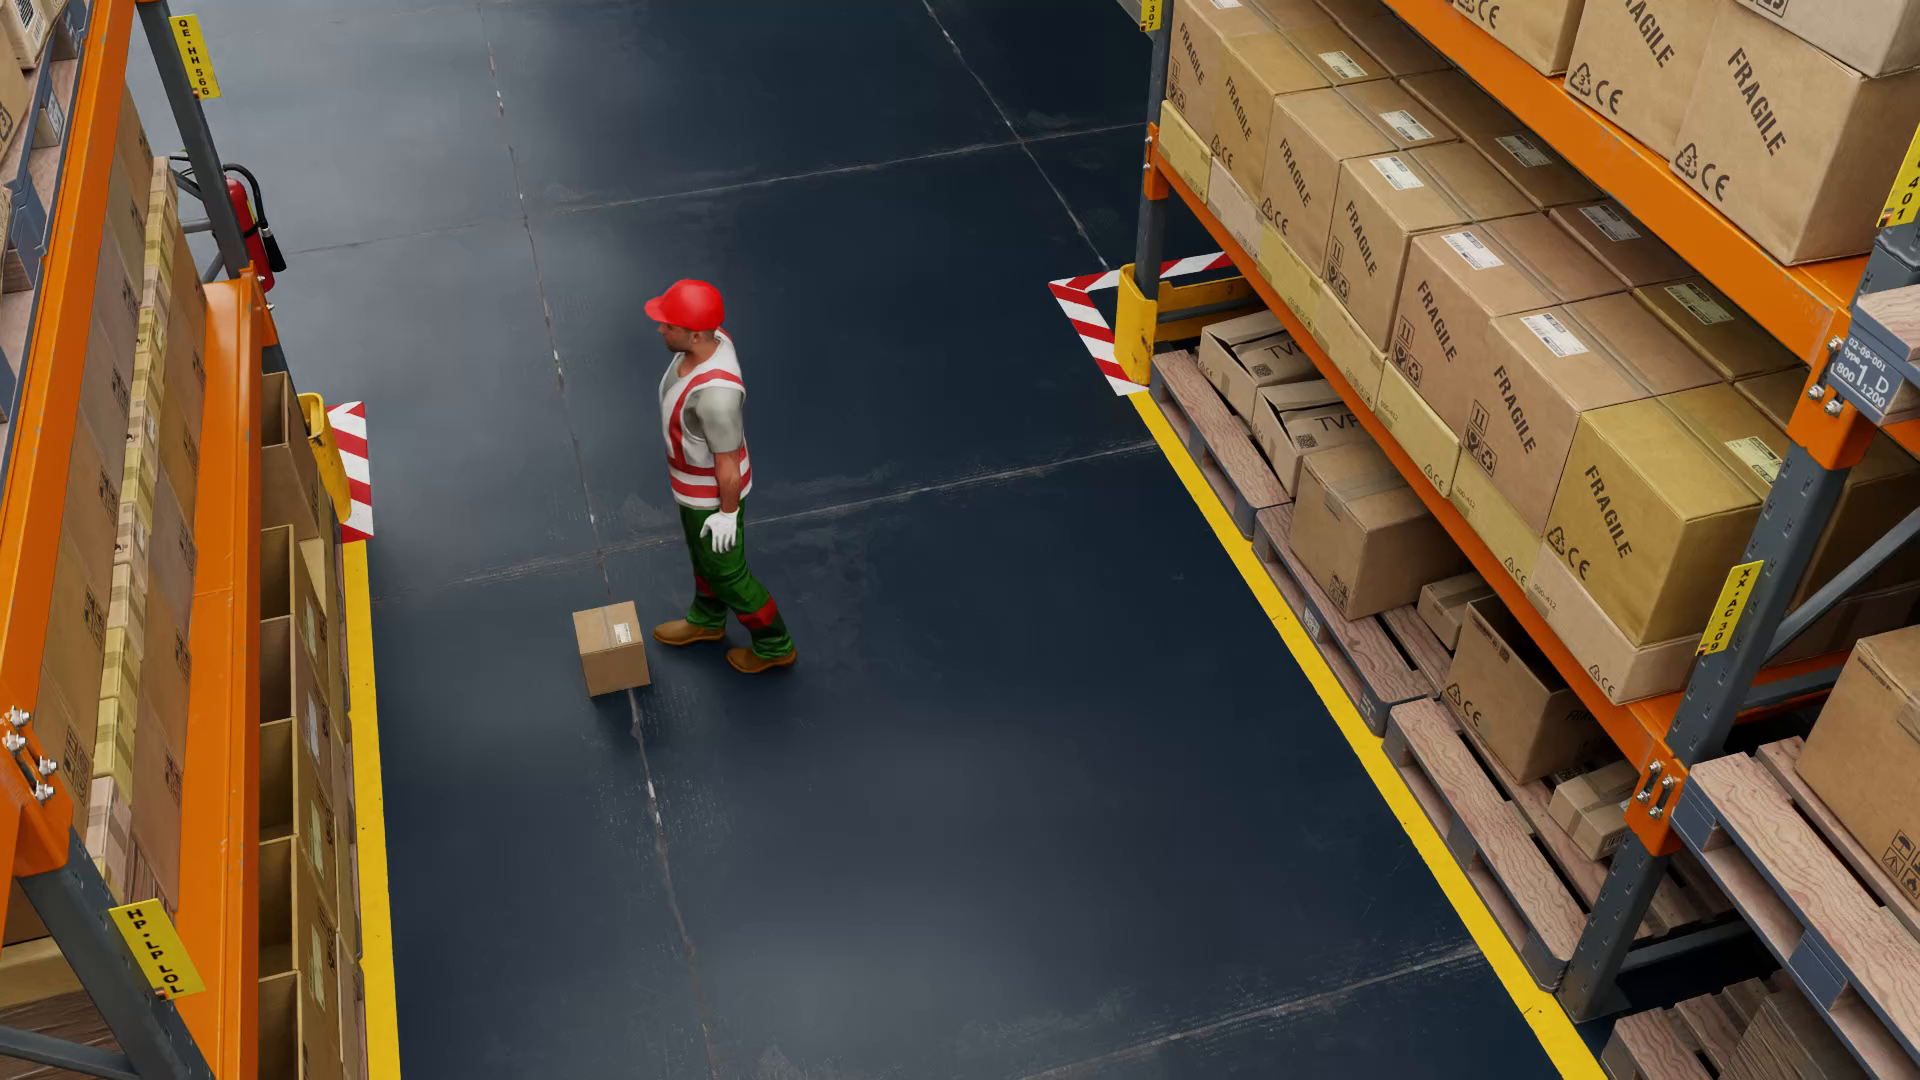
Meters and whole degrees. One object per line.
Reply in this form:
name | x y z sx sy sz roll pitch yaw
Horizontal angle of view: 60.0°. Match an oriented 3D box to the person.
person | -0.989 -0.224 6.387 0.579 1.800 0.569 -8 42 -9
